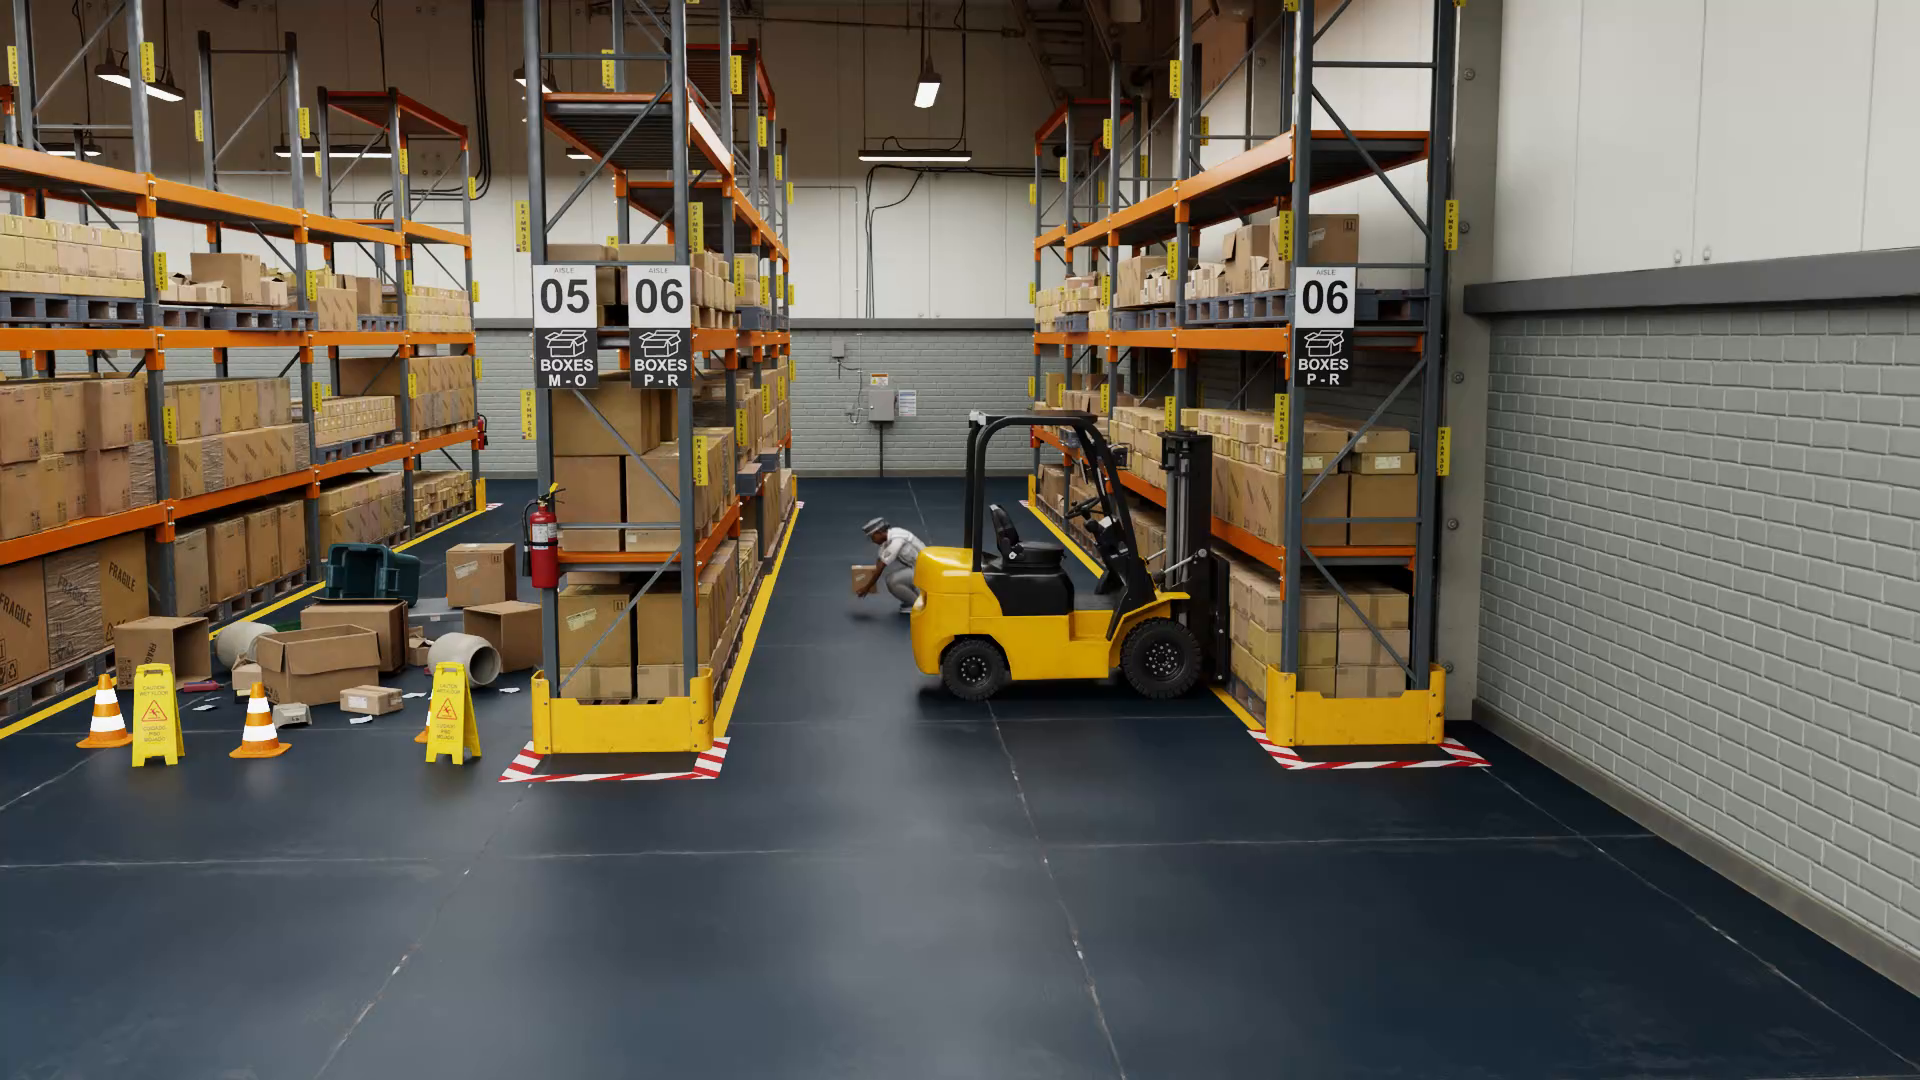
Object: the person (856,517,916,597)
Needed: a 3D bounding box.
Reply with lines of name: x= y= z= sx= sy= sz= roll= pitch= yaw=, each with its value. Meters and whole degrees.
person: x=-0.659 y=0.162 z=16.651 sx=0.777 sy=0.806 sz=0.416 roll=-1 pitch=7 yaw=-5
